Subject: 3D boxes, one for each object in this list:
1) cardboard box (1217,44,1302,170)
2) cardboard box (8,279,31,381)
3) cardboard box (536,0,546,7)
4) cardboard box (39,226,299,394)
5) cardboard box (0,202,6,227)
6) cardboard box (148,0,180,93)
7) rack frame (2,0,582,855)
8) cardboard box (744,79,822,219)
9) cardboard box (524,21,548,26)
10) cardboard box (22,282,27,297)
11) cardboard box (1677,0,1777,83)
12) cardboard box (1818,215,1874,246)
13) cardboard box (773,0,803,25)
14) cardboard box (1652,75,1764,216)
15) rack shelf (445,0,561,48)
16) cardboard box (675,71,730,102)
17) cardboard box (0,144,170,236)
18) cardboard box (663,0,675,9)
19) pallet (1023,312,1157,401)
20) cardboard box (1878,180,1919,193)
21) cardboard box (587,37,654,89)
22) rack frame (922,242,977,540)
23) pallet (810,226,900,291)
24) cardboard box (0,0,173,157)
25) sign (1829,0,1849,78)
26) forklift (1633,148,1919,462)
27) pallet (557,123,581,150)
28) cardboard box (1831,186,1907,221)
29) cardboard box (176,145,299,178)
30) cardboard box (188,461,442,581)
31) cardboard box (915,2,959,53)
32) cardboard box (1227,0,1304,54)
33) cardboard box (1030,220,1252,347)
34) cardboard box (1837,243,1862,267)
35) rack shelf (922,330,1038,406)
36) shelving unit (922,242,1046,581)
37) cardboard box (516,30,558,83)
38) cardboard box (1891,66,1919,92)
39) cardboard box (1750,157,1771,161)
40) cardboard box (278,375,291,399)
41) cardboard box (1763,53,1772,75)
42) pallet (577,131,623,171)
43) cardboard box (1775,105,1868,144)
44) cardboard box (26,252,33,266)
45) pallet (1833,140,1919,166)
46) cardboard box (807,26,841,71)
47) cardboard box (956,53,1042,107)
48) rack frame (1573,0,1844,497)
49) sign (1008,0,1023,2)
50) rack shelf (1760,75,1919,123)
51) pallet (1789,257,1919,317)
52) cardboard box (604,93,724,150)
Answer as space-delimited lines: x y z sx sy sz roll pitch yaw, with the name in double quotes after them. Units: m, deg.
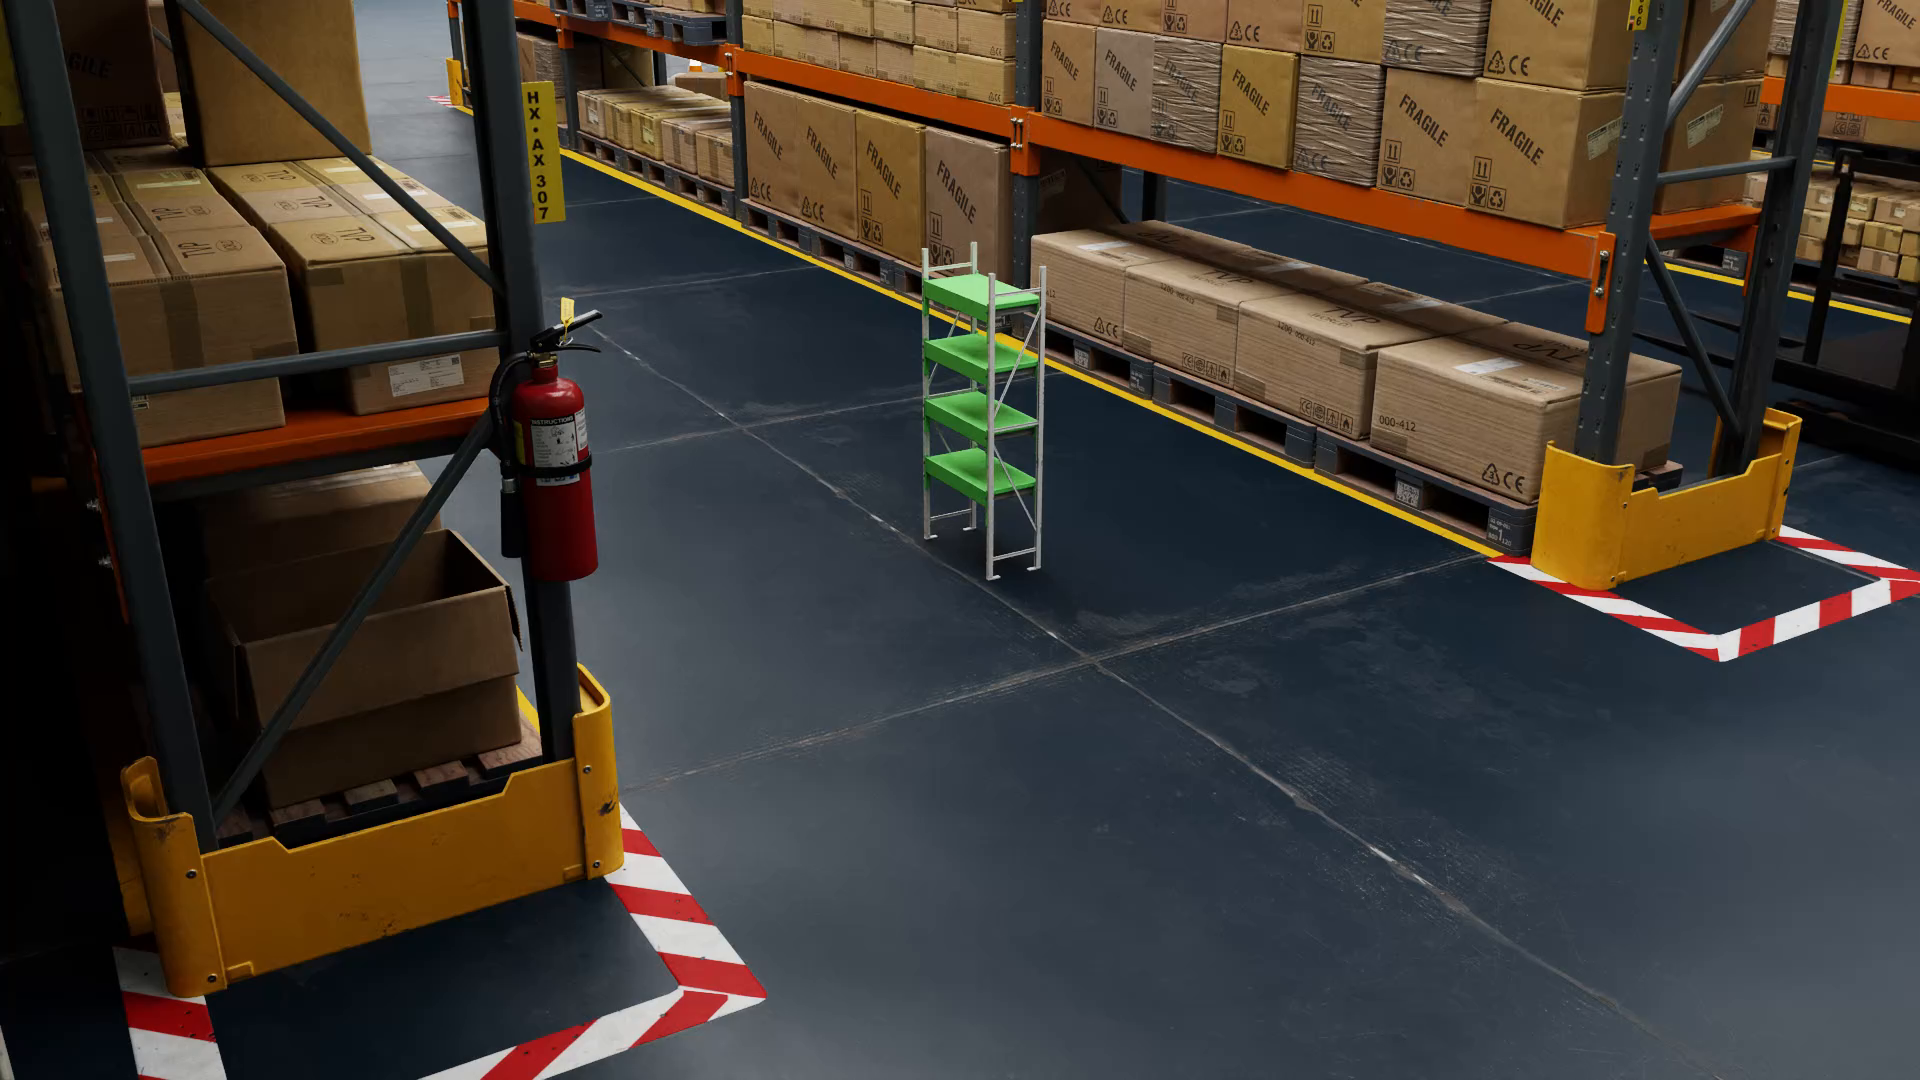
1.543 -2.007 7.634 0.500 0.500 0.500 -12 25 -27 "cardboard box"
-4.253 -1.001 8.053 0.500 0.500 0.500 -14 26 -30 "cardboard box"
-3.883 -5.254 16.088 0.380 0.149 0.250 -12 25 -27 "cardboard box"
-1.922 -0.571 4.038 0.500 0.250 0.500 -12 25 -27 "cardboard box"
-5.004 -1.766 9.073 0.380 0.149 0.250 -13 26 -29 "cardboard box"
-3.557 -2.141 7.404 0.700 0.500 0.500 -12 25 -27 "cardboard box"
-1.459 -0.405 3.825 1.000 3.000 0.127 -13 25 -28 "rack frame"
-0.998 -2.922 12.280 0.875 0.875 0.875 -13 25 -29 "cardboard box"
-4.464 -5.431 18.288 0.500 0.500 0.500 -12 25 -26 "cardboard box"
-4.208 -1.262 7.833 0.380 0.149 0.250 -12 25 -28 "cardboard box"
2.806 -2.081 6.487 0.500 0.500 0.500 -13 26 -29 "cardboard box"
5.673 -1.977 10.525 0.380 0.149 0.250 -12 25 -28 "cardboard box"
-0.970 -3.734 11.549 0.500 0.250 0.500 -12 25 -27 "cardboard box"
2.808 -1.618 6.676 0.500 0.500 0.500 -13 25 -29 "cardboard box"
-4.345 -5.560 17.462 1.077 0.370 4.000 -13 25 -28 "rack shelf"
-2.701 -4.697 17.701 0.500 0.500 0.500 4 22 9 "cardboard box"
-2.957 -1.228 5.652 0.500 0.250 0.500 -12 25 -27 "cardboard box"
-2.138 -4.319 13.229 0.380 0.149 0.250 -14 26 -31 "cardboard box"
1.085 -1.103 9.245 1.003 0.211 1.213 -13 25 -28 "pallet"
6.135 -2.216 10.717 0.380 0.149 0.250 -13 25 -28 "cardboard box"
-3.392 -4.757 16.629 0.500 0.500 0.500 -11 25 -26 "cardboard box"
-0.040 -0.581 6.648 0.240 1.200 0.015 -13 25 -28 "rack frame"
-0.323 -1.995 11.439 1.003 0.211 1.213 -13 25 -28 "pallet"
-2.970 -1.583 5.530 0.500 0.500 0.500 -13 26 -30 "cardboard box"
3.287 -1.904 6.257 0.100 0.325 0.005 -13 25 -28 "sign"
4.615 -1.875 7.532 1.130 2.935 3.031 -12 25 -27 "forklift"
-3.697 -4.164 16.777 1.003 0.211 1.213 -13 25 -28 "pallet"
5.741 -2.128 10.502 0.380 0.149 0.250 -12 25 -28 "cardboard box"
-2.258 -1.160 5.487 0.500 0.250 0.500 -13 26 -30 "cardboard box"
-2.093 0.058 5.448 0.700 0.500 0.500 -11 25 -26 "cardboard box"
0.067 -3.074 9.927 0.500 0.250 0.500 -12 25 -27 "cardboard box"
1.558 -2.468 7.440 0.500 0.500 0.500 -13 25 -29 "cardboard box"
0.992 -1.440 9.215 0.875 0.438 0.875 -13 25 -29 "cardboard box"
5.775 -1.852 10.614 0.380 0.149 0.250 -12 25 -27 "cardboard box"
0.085 -0.665 6.387 0.258 0.148 0.480 -13 25 -28 "rack shelf"
0.085 -0.502 6.454 0.258 1.200 0.503 -13 25 -28 "shelving unit"
-4.379 -4.983 17.185 0.500 0.500 0.500 -11 25 -25 "cardboard box"
5.869 -2.797 10.044 0.380 0.149 0.250 -12 25 -27 "cardboard box"
5.671 -2.571 11.591 0.380 0.149 0.250 -13 25 -29 "cardboard box"
-1.935 -0.438 4.240 0.380 0.149 0.250 -12 25 -27 "cardboard box"
5.342 -3.135 10.875 0.380 0.149 0.250 -14 26 -31 "cardboard box"
-2.924 -3.702 15.639 1.003 0.211 1.213 -13 25 -28 "pallet"
8.482 -4.265 15.584 1.225 0.875 0.875 -14 26 -30 "cardboard box"
-2.690 -0.833 5.211 0.380 0.149 0.250 -13 25 -28 "cardboard box"
8.824 -3.506 15.156 1.003 0.211 1.213 -13 25 -28 "pallet"
-0.706 -3.341 11.246 0.500 0.250 0.500 -12 25 -27 "cardboard box"
0.317 -2.683 9.628 0.500 0.250 0.500 -13 26 -29 "cardboard box"
2.807 -1.361 6.177 1.000 3.000 0.127 -13 25 -28 "rack frame"
0.302 -3.048 8.895 0.100 0.325 0.005 -13 25 -28 "sign"
5.989 -2.660 10.328 1.077 0.370 4.000 -13 25 -28 "rack shelf"
5.968 -1.743 10.819 1.003 0.211 1.213 -13 25 -28 "pallet"
-2.683 -3.821 15.162 0.950 0.372 0.625 -11 25 -25 "cardboard box"
